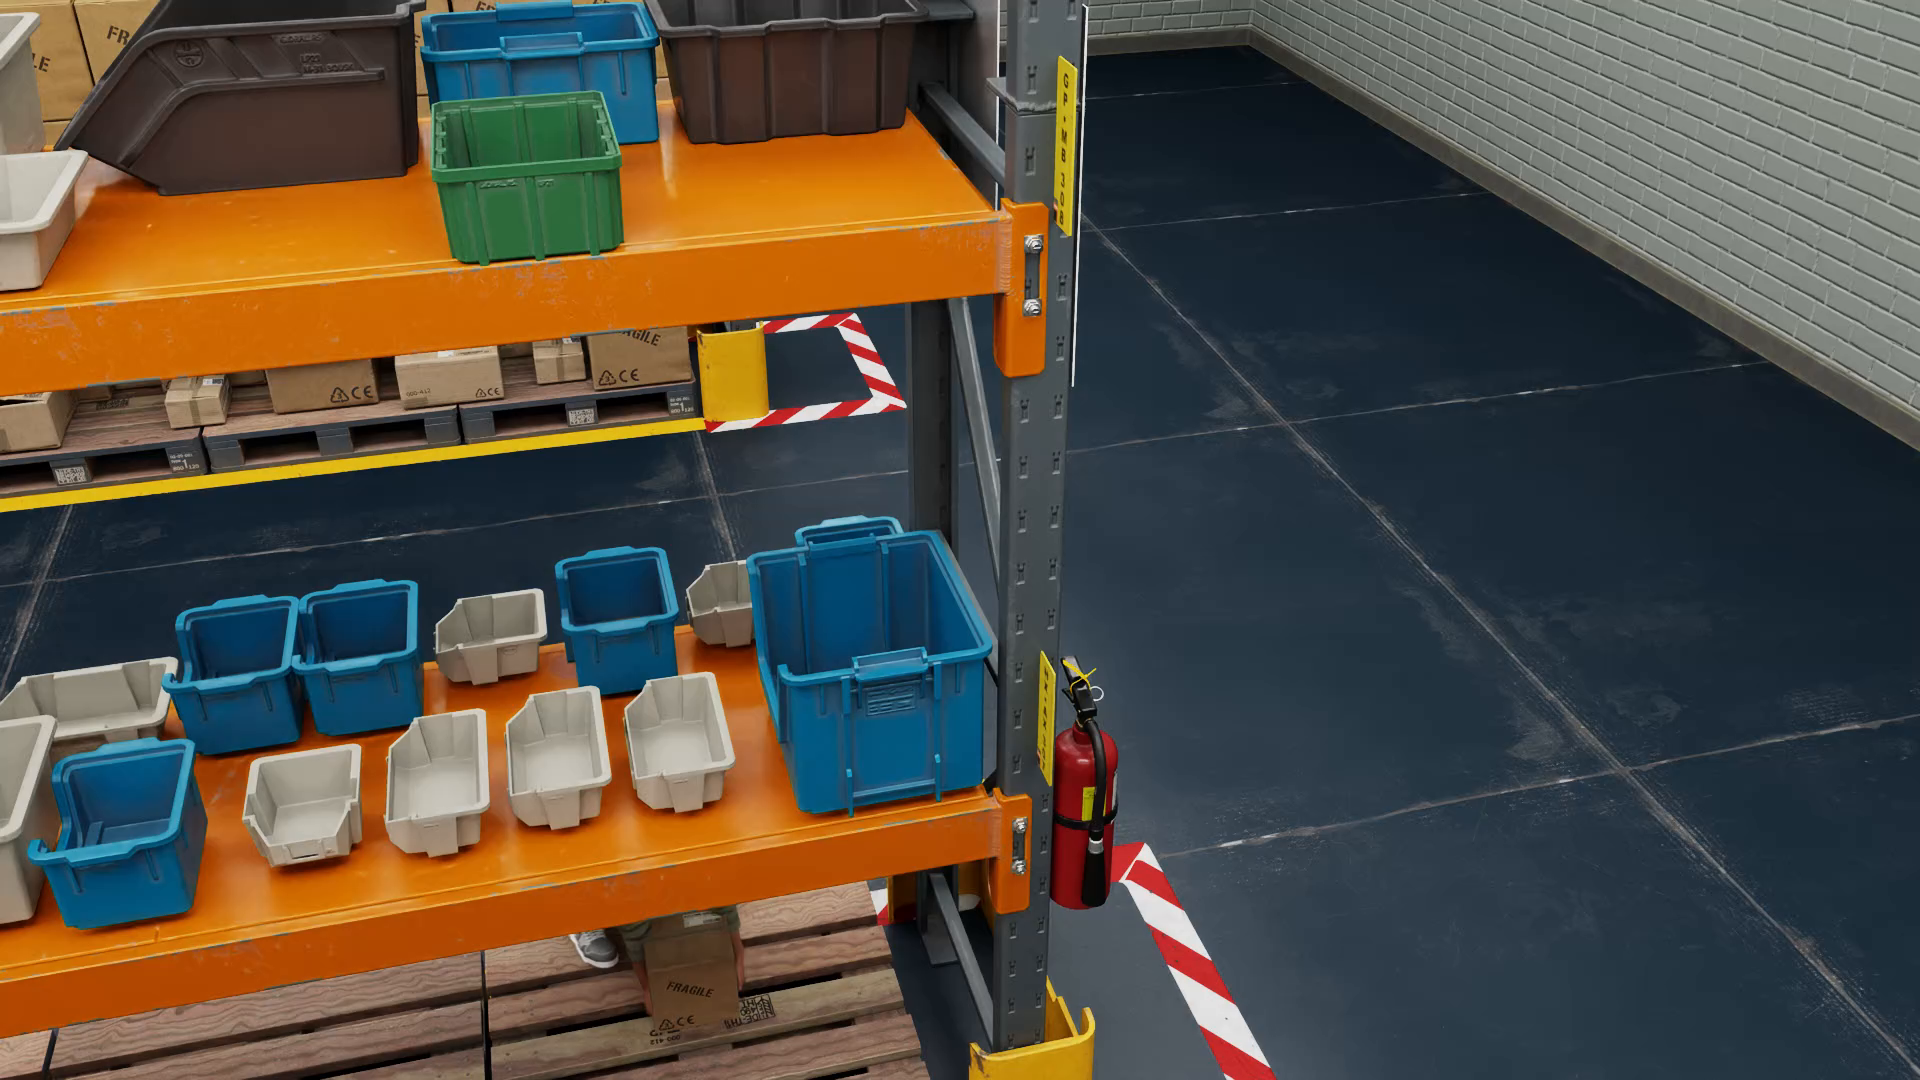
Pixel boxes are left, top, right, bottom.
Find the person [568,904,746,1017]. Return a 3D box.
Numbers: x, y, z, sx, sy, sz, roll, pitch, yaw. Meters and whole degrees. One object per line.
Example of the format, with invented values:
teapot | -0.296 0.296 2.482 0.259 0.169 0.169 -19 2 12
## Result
person | -0.985 0.959 4.973 0.420 0.802 0.871 -27 40 -37
